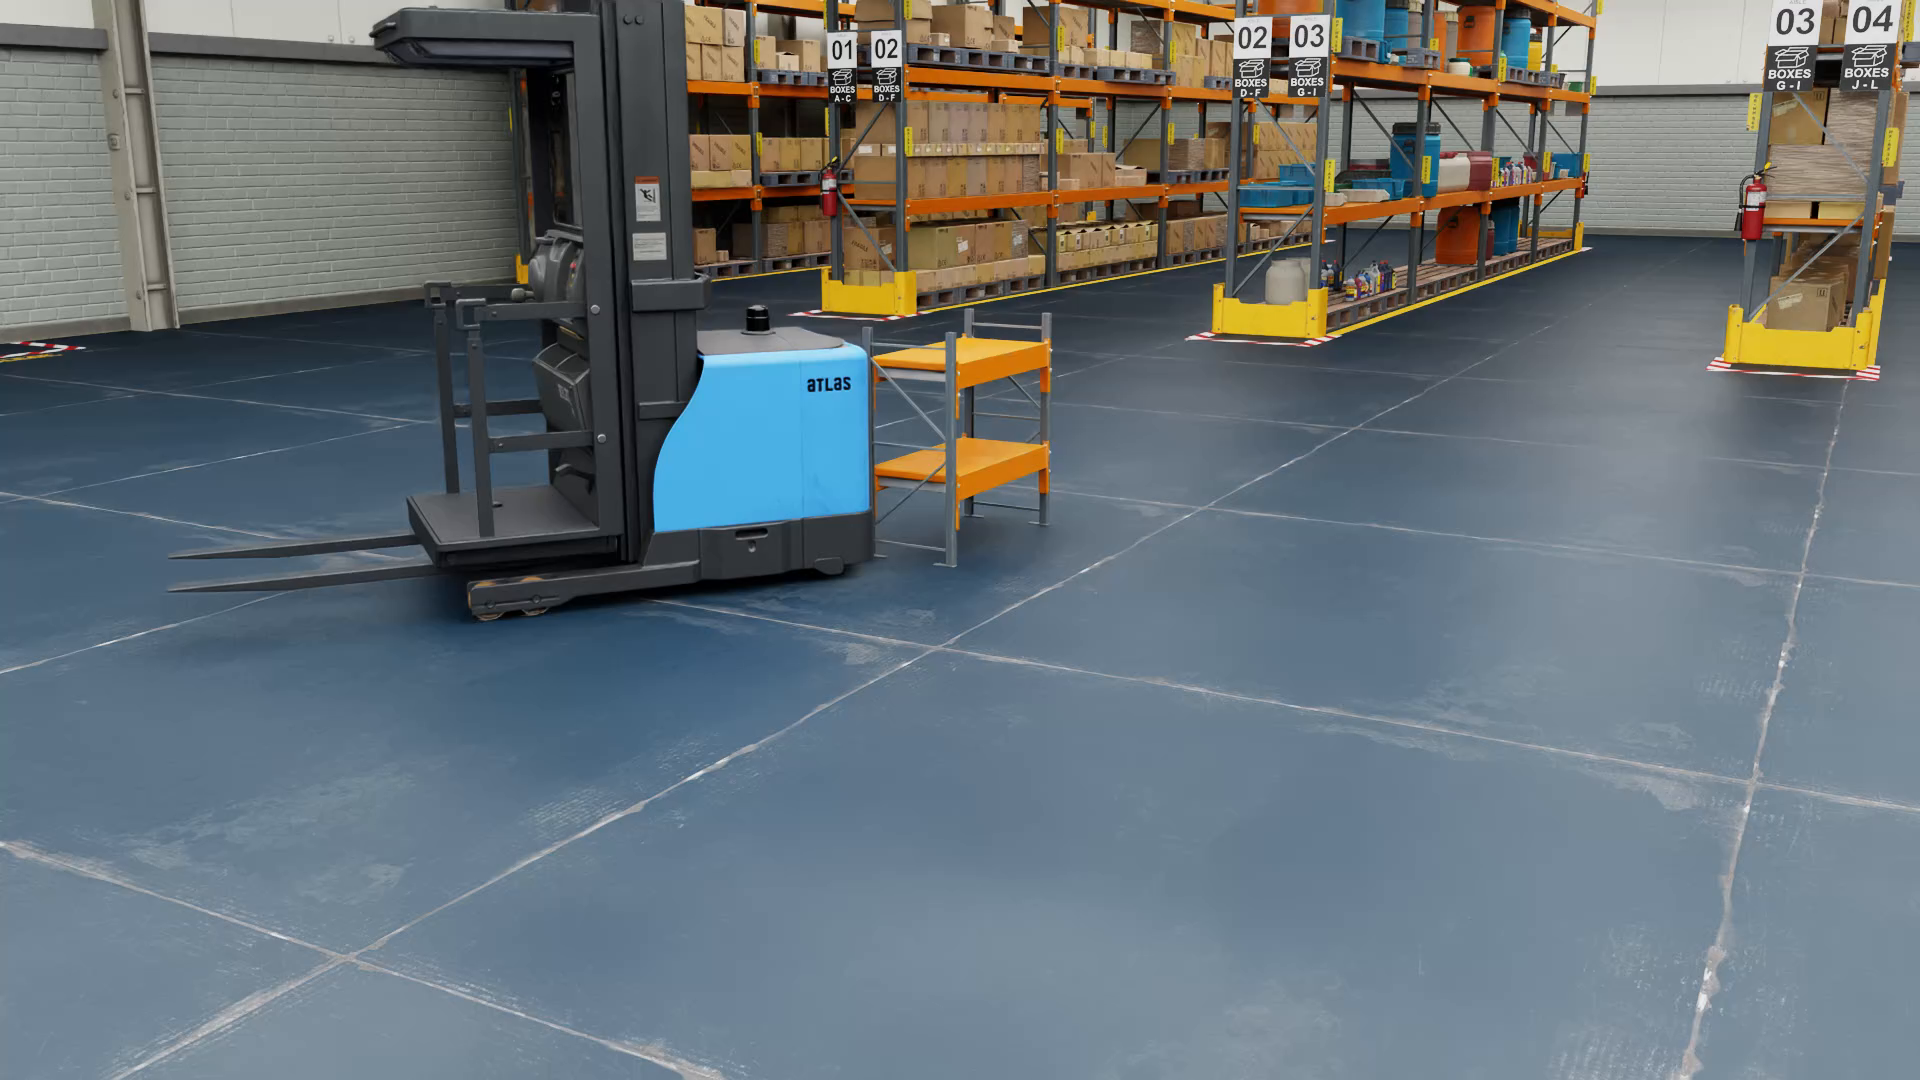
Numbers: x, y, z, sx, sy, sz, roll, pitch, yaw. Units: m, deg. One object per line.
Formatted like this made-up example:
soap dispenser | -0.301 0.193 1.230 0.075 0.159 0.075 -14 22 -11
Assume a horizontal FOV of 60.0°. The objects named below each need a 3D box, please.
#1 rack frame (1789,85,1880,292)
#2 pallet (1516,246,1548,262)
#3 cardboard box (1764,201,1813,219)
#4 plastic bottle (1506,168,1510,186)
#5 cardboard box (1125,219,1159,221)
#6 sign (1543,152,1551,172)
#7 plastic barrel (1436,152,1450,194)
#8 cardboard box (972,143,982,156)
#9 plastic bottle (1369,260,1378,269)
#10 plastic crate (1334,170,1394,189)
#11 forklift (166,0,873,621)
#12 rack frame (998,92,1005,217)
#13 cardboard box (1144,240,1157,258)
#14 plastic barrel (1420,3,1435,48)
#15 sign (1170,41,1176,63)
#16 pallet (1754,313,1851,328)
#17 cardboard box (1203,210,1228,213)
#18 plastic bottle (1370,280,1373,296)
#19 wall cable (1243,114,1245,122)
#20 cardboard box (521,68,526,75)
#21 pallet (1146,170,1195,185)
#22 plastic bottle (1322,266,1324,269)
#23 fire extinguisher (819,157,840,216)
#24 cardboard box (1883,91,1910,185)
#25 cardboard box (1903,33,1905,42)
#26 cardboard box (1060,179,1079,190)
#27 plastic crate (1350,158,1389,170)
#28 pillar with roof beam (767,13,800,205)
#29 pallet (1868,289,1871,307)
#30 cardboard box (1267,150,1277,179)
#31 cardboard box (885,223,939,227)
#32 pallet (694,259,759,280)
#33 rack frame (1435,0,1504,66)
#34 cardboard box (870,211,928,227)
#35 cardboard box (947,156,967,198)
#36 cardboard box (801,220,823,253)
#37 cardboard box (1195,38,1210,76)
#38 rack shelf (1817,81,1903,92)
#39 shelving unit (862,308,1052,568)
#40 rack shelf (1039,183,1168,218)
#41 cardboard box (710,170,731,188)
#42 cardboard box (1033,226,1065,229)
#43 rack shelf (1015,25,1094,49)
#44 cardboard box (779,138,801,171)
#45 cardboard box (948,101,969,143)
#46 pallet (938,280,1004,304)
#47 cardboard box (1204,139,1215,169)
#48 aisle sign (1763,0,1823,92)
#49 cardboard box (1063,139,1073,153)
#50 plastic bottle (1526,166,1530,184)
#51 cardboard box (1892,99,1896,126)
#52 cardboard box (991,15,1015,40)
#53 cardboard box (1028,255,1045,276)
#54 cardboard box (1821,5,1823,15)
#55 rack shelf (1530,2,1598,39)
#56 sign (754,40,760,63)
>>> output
rack frame | 11.465 -4.695 21.610 1.000 3.000 0.127 7 15 28
pallet | 9.384 -4.877 28.312 1.003 0.211 1.213 7 15 28
cardboard box | 7.555 -3.014 15.170 0.380 0.149 0.250 7 15 28
plastic bottle | 8.292 -5.533 25.348 0.152 0.276 0.135 7 15 28
cardboard box | 3.041 -5.036 27.416 0.500 0.500 0.500 8 16 30
sign | 9.543 -6.149 27.049 0.100 0.325 0.005 7 15 28
plastic barrel | 6.205 -4.824 21.853 0.433 0.535 0.433 0 14 0
cardboard box | 0.049 -4.913 20.913 0.380 0.149 0.250 8 15 29
plastic bottle | 5.010 -3.214 20.176 0.144 0.351 0.185 7 15 28
plastic crate | 4.831 -4.313 20.155 0.767 0.338 0.504 7 15 28
forklift | -1.973 -1.221 7.345 3.031 2.935 1.130 -6 15 -24
rack frame | 0.390 -7.200 31.997 1.000 3.000 0.127 7 15 28
cardboard box | 2.754 -4.550 25.979 0.500 0.250 0.500 8 16 29
plastic barrel | 5.884 -6.535 21.771 0.600 0.901 0.708 7 15 28
sign | 3.277 -7.502 25.579 0.100 0.325 0.005 7 15 28
pallet | 8.649 -2.126 16.902 1.003 0.211 1.213 7 15 28
cardboard box | 4.756 -5.787 30.532 0.500 0.500 0.500 7 15 28
plastic bottle | 4.772 -2.959 19.438 0.097 0.201 0.097 0 14 0
wall cable | 5.371 -10.547 39.707 3.097 2.526 0.112 7 15 28
cardboard box | -5.431 -6.369 21.894 0.500 0.500 0.500 9 16 32
pallet | 3.061 -5.872 26.901 1.213 0.211 1.003 7 15 28
plastic bottle | 4.351 -3.205 20.140 0.144 0.351 0.185 7 15 26
fire extinguisher | -1.536 -4.168 19.587 0.296 0.674 0.183 7 15 28
cardboard box | 10.038 -4.518 18.696 1.000 1.000 1.000 7 15 28
cardboard box | 11.215 -6.213 20.223 0.500 0.500 0.500 7 15 28
cardboard box | 1.468 -5.034 23.552 0.380 0.149 0.250 7 15 28
plastic crate | 5.162 -4.601 21.082 0.402 0.464 0.583 7 15 28
pillar with roof beam | 0.839 -8.639 25.167 9.100 9.000 0.400 7 15 28
pallet | 10.495 -2.930 20.238 1.003 0.211 1.213 7 15 28
cardboard box | 5.458 -6.867 30.403 0.500 0.500 0.500 8 16 29
cardboard box | -0.603 -3.760 21.100 0.500 0.500 0.500 7 15 28
pallet | -3.771 -4.061 24.928 1.003 0.211 1.213 7 15 28
rack frame | 7.129 -8.173 23.234 1.000 3.000 0.127 7 15 28
cardboard box | -1.073 -5.674 29.360 0.750 0.750 0.750 7 15 27
cardboard box | -0.341 -4.530 20.709 0.700 0.500 0.500 7 15 28
cardboard box | -2.648 -4.922 26.943 0.700 0.500 0.500 8 15 29
cardboard box | 3.778 -8.030 27.718 0.600 0.600 0.600 7 15 26
rack shelf | 12.432 -6.214 23.044 1.077 0.370 4.000 7 15 28
shelving unit | 0.003 -0.548 8.407 0.538 1.125 1.048 7 15 28
rack shelf | 1.828 -5.058 24.651 1.077 0.370 4.000 7 15 28
cardboard box | -3.689 -5.262 24.239 0.500 0.250 0.500 7 15 28
cardboard box | 1.295 -4.463 24.420 0.500 0.311 0.500 7 15 28
rack shelf | 1.357 -9.982 33.127 1.077 0.370 4.000 7 15 28
cardboard box | -2.925 -6.035 26.015 0.700 0.500 0.500 9 16 34
cardboard box | -0.318 -5.174 20.612 0.700 0.500 0.500 7 15 28
pallet | -0.149 -3.233 21.492 1.003 0.211 1.213 7 15 28
cardboard box | 3.928 -6.522 28.079 0.700 0.500 0.500 3 14 14
aisle sign | 7.305 -4.339 14.585 0.394 0.787 0.004 7 15 28
cardboard box | 1.744 -7.910 34.303 0.980 0.700 0.700 7 15 28
plastic bottle | 9.083 -5.850 26.649 0.061 0.283 0.133 7 15 28
cardboard box | 9.314 -4.328 17.103 0.500 0.500 0.500 7 15 28
cardboard box | 0.387 -6.703 22.131 0.500 0.500 0.500 9 16 33
cardboard box | 0.828 -3.745 22.640 0.500 0.250 0.500 7 15 28
cardboard box | 7.458 -4.726 14.804 0.380 0.149 0.250 7 15 28
rack shelf | 10.030 -8.860 28.471 1.077 0.370 4.000 7 15 28
sign | -2.998 -7.208 24.528 0.100 0.325 0.005 7 15 28
